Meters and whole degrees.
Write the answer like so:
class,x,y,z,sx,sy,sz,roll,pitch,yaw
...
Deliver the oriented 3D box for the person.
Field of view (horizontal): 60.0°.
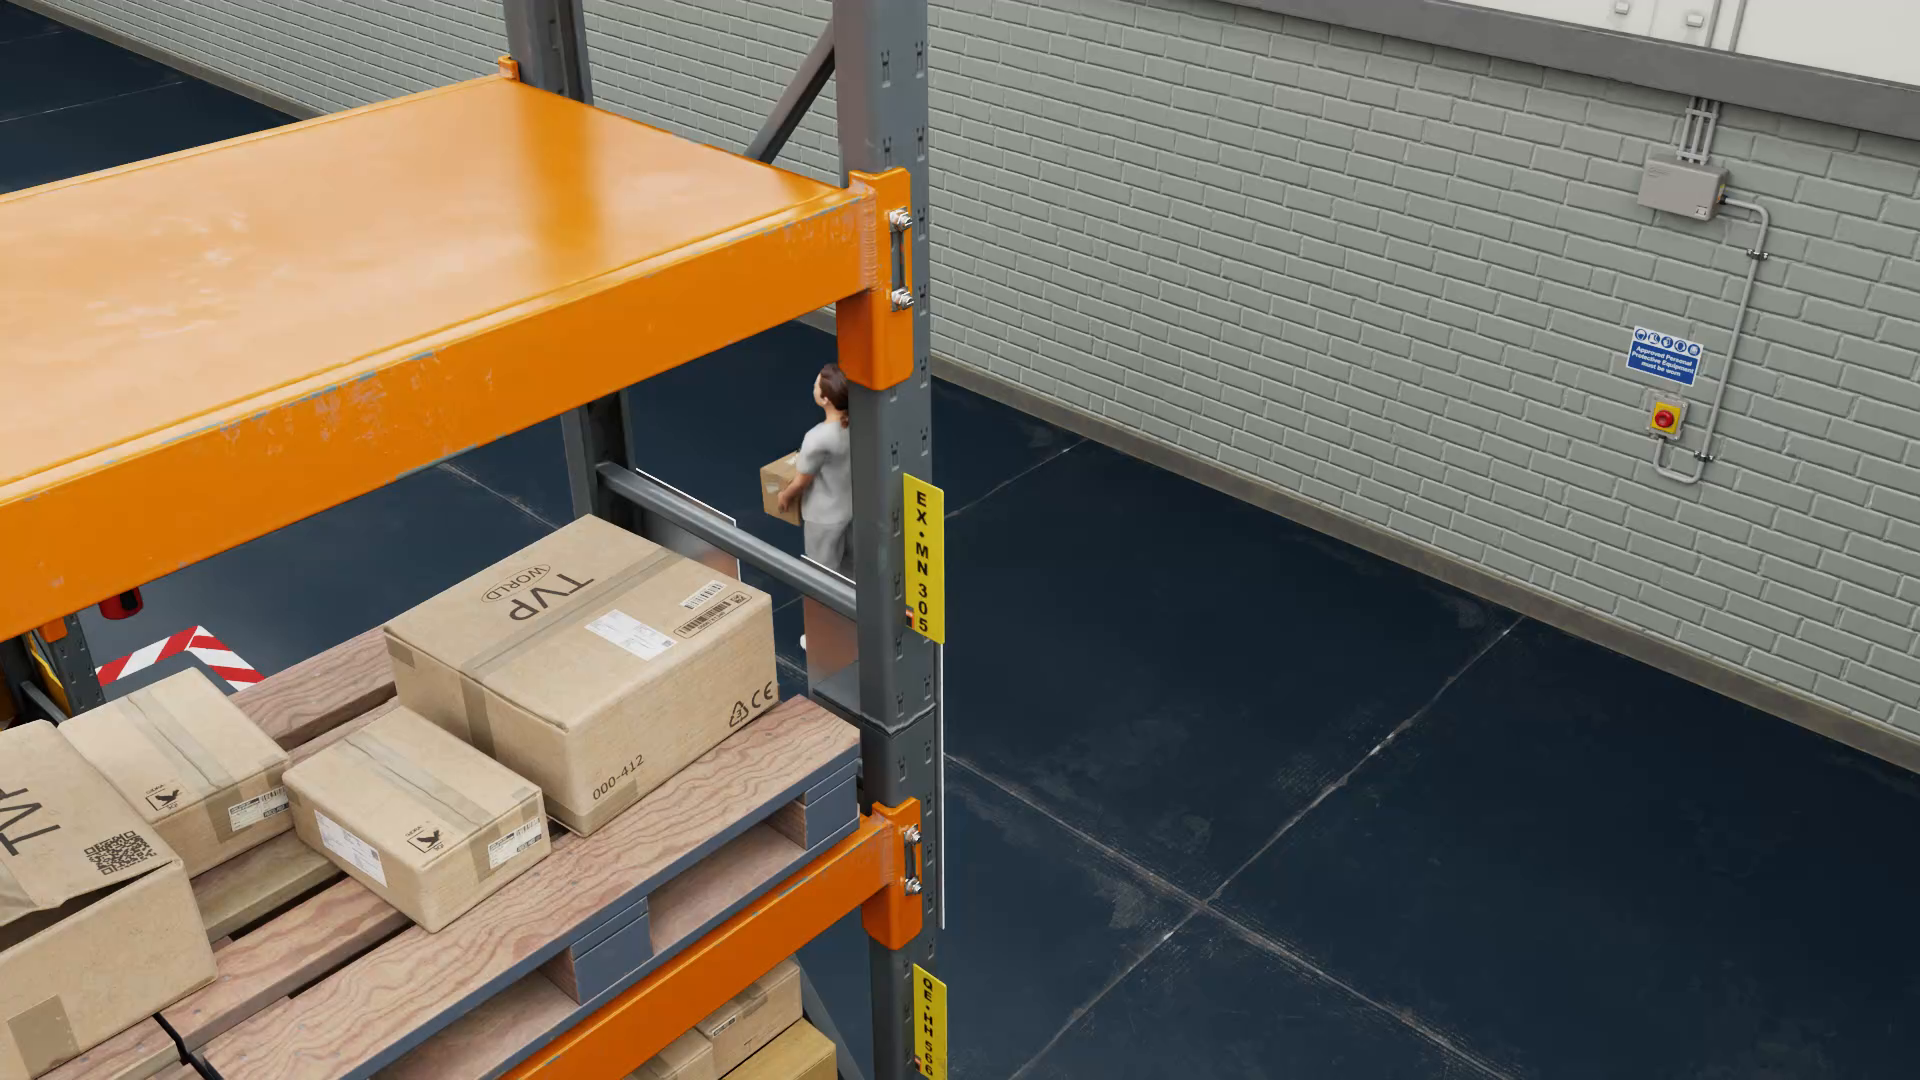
class,x,y,z,sx,sy,sz,roll,pitch,yaw
person,-0.641,-0.140,8.211,0.497,1.677,0.480,24,39,34
